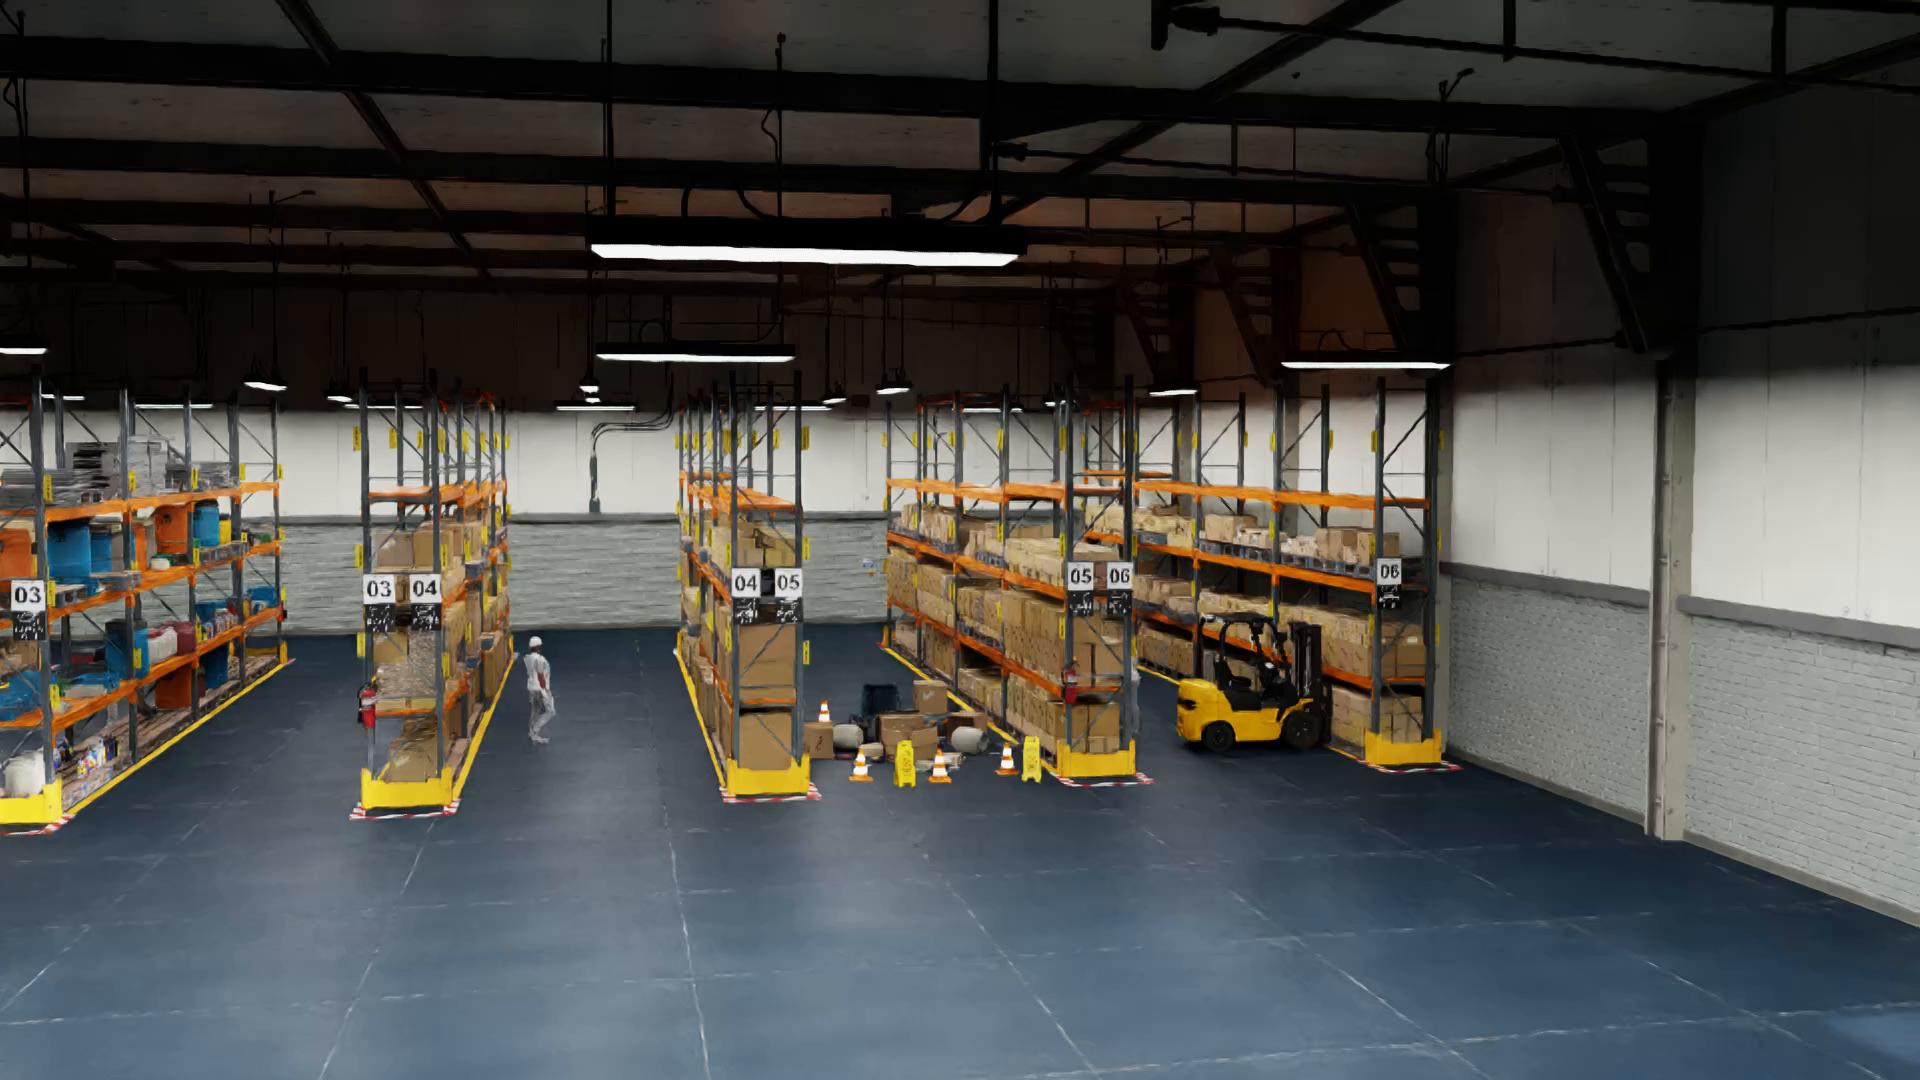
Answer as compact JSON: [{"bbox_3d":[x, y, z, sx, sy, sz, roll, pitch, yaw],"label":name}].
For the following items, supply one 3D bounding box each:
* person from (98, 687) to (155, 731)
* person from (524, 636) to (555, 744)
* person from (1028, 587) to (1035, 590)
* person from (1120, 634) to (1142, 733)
[{"bbox_3d":[-14.251,2.389,28.438,0.585,1.722,0.985,1,3,10],"label":"person"},{"bbox_3d":[-6.967,2.478,27.408,0.444,1.781,0.604,-3,4,-38],"label":"person"},{"bbox_3d":[1.811,1.708,40.884,0.519,1.722,0.629,-1,4,-24],"label":"person"},{"bbox_3d":[2.886,2.453,28.611,0.551,1.665,0.574,1,4,21],"label":"person"}]
